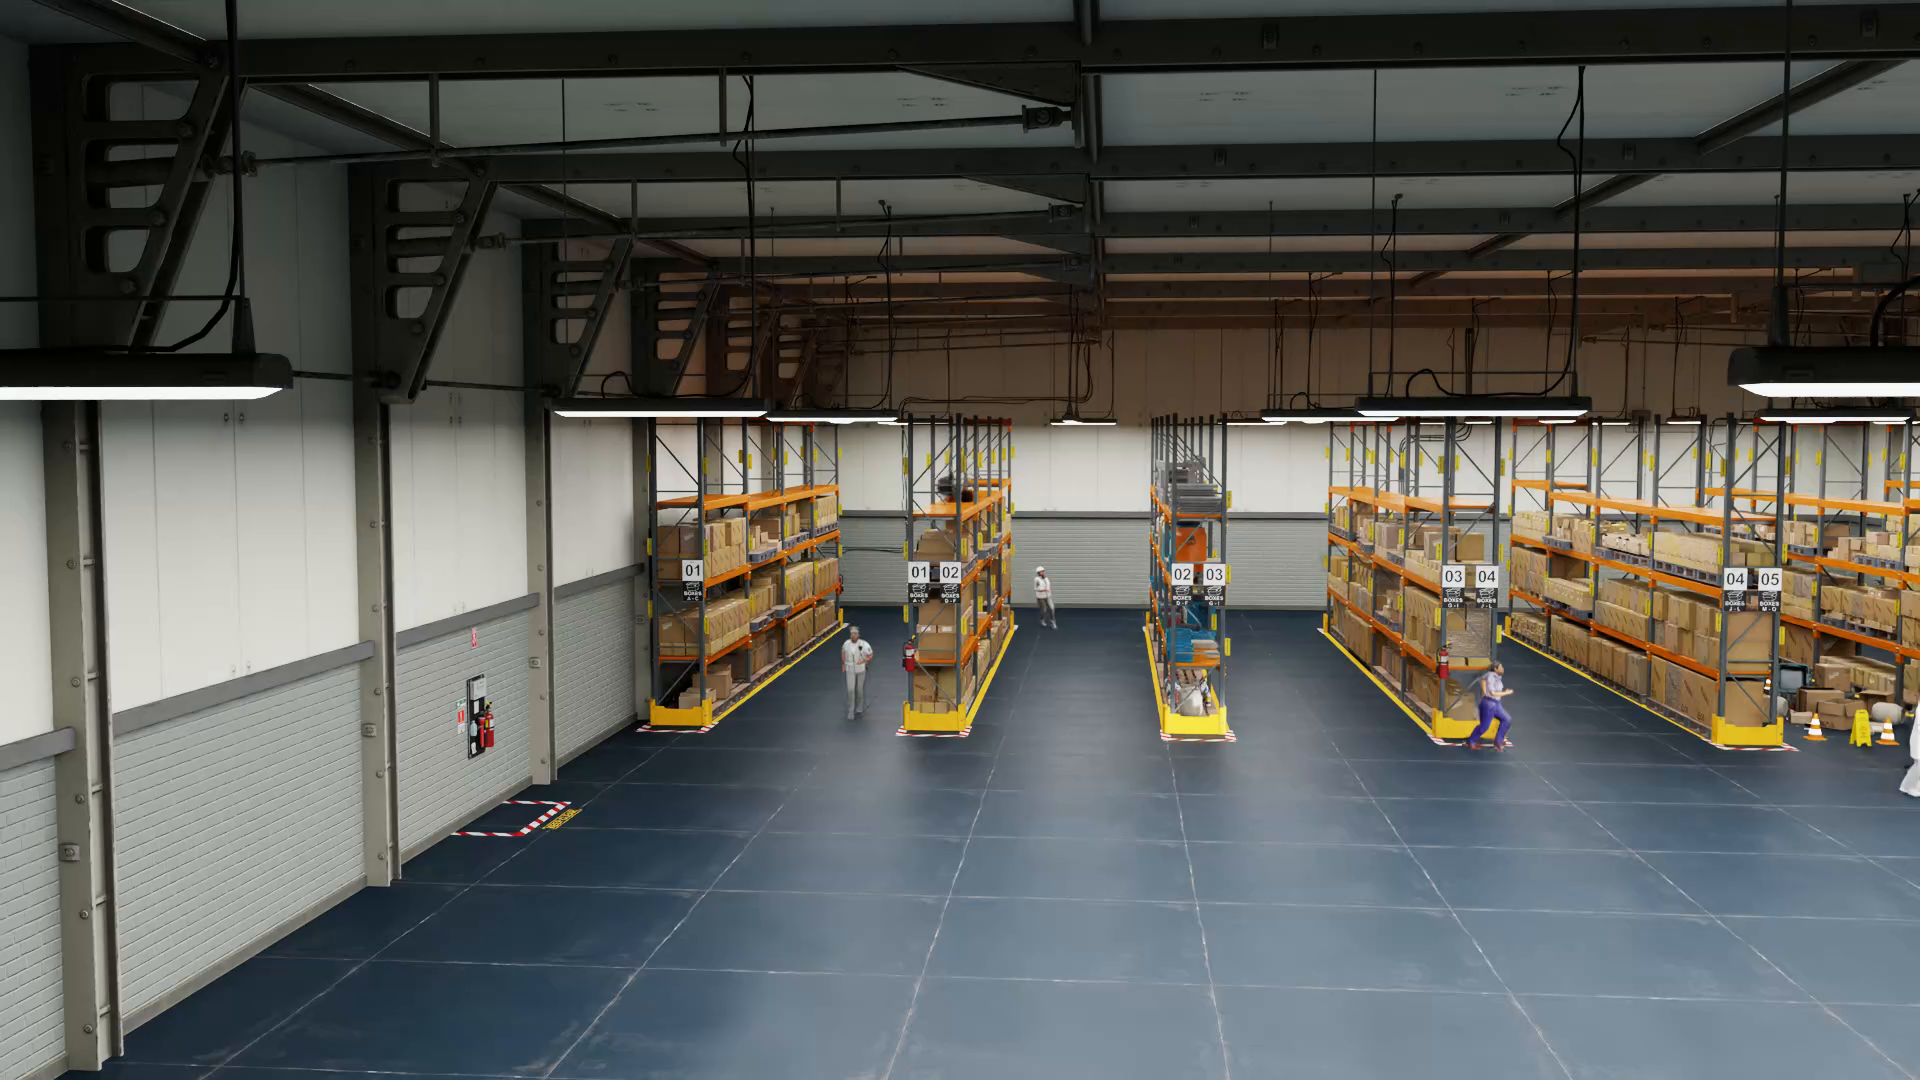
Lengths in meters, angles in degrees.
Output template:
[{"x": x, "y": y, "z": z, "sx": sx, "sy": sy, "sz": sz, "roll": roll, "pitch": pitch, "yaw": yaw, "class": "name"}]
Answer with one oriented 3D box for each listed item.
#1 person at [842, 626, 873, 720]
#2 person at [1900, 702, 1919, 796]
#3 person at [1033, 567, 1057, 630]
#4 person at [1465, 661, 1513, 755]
[{"x": -2.039, "y": 2.616, "z": 33.039, "sx": 0.653, "sy": 1.842, "sz": 0.830, "roll": 0, "pitch": 4, "yaw": 4, "class": "person"}, {"x": 14.944, "y": 3.116, "z": 25.677, "sx": 0.759, "sy": 1.727, "sz": 0.794, "roll": -3, "pitch": 5, "yaw": -40, "class": "person"}, {"x": 2.384, "y": 1.644, "z": 47.446, "sx": 0.644, "sy": 1.772, "sz": 0.871, "roll": -2, "pitch": 4, "yaw": -28, "class": "person"}, {"x": 9.298, "y": 2.956, "z": 29.211, "sx": 0.813, "sy": 1.648, "sz": 0.625, "roll": 2, "pitch": 4, "yaw": 27, "class": "person"}]
